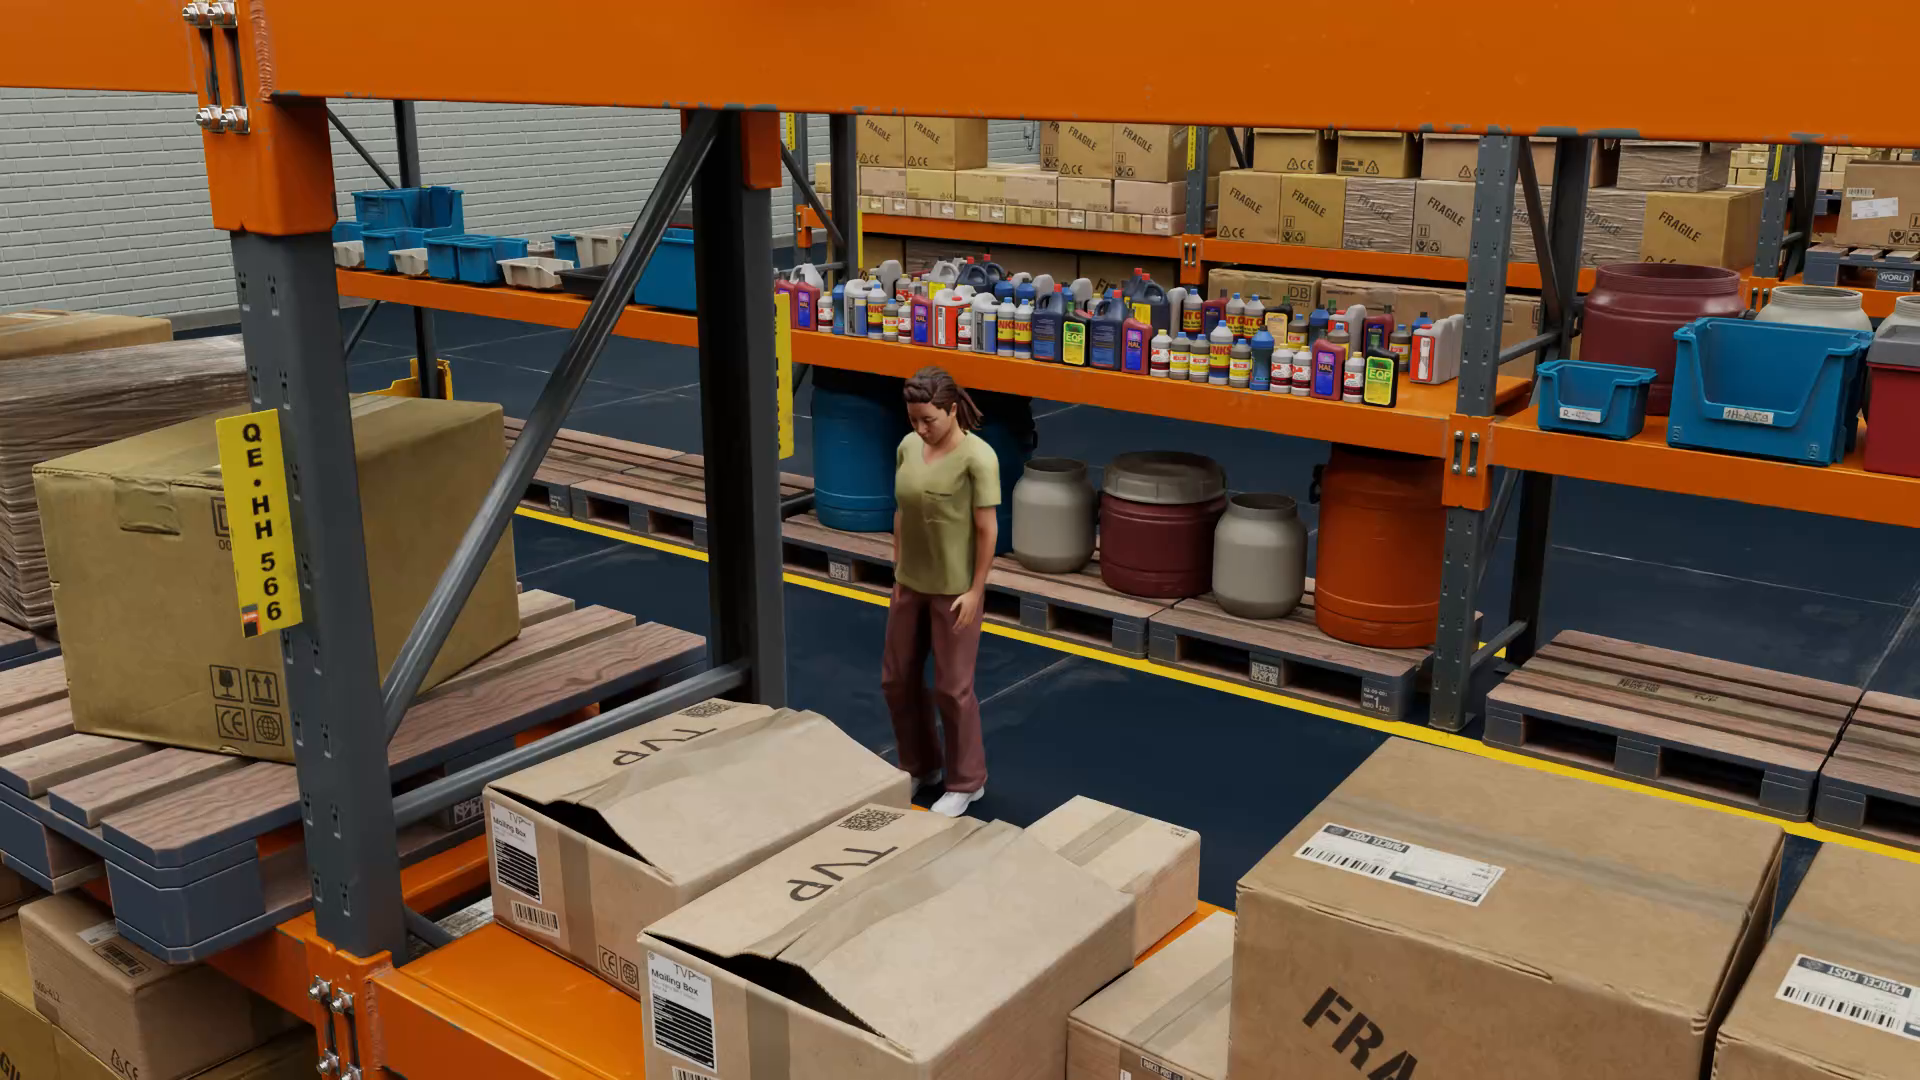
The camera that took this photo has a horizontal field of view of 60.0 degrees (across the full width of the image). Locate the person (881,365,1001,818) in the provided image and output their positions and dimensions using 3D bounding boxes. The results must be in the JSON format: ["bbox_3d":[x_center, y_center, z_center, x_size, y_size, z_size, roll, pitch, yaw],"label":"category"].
[{"bbox_3d":[-0.064,0.180,5.984,0.458,1.657,0.343,13,21,36],"label":"person"}]
